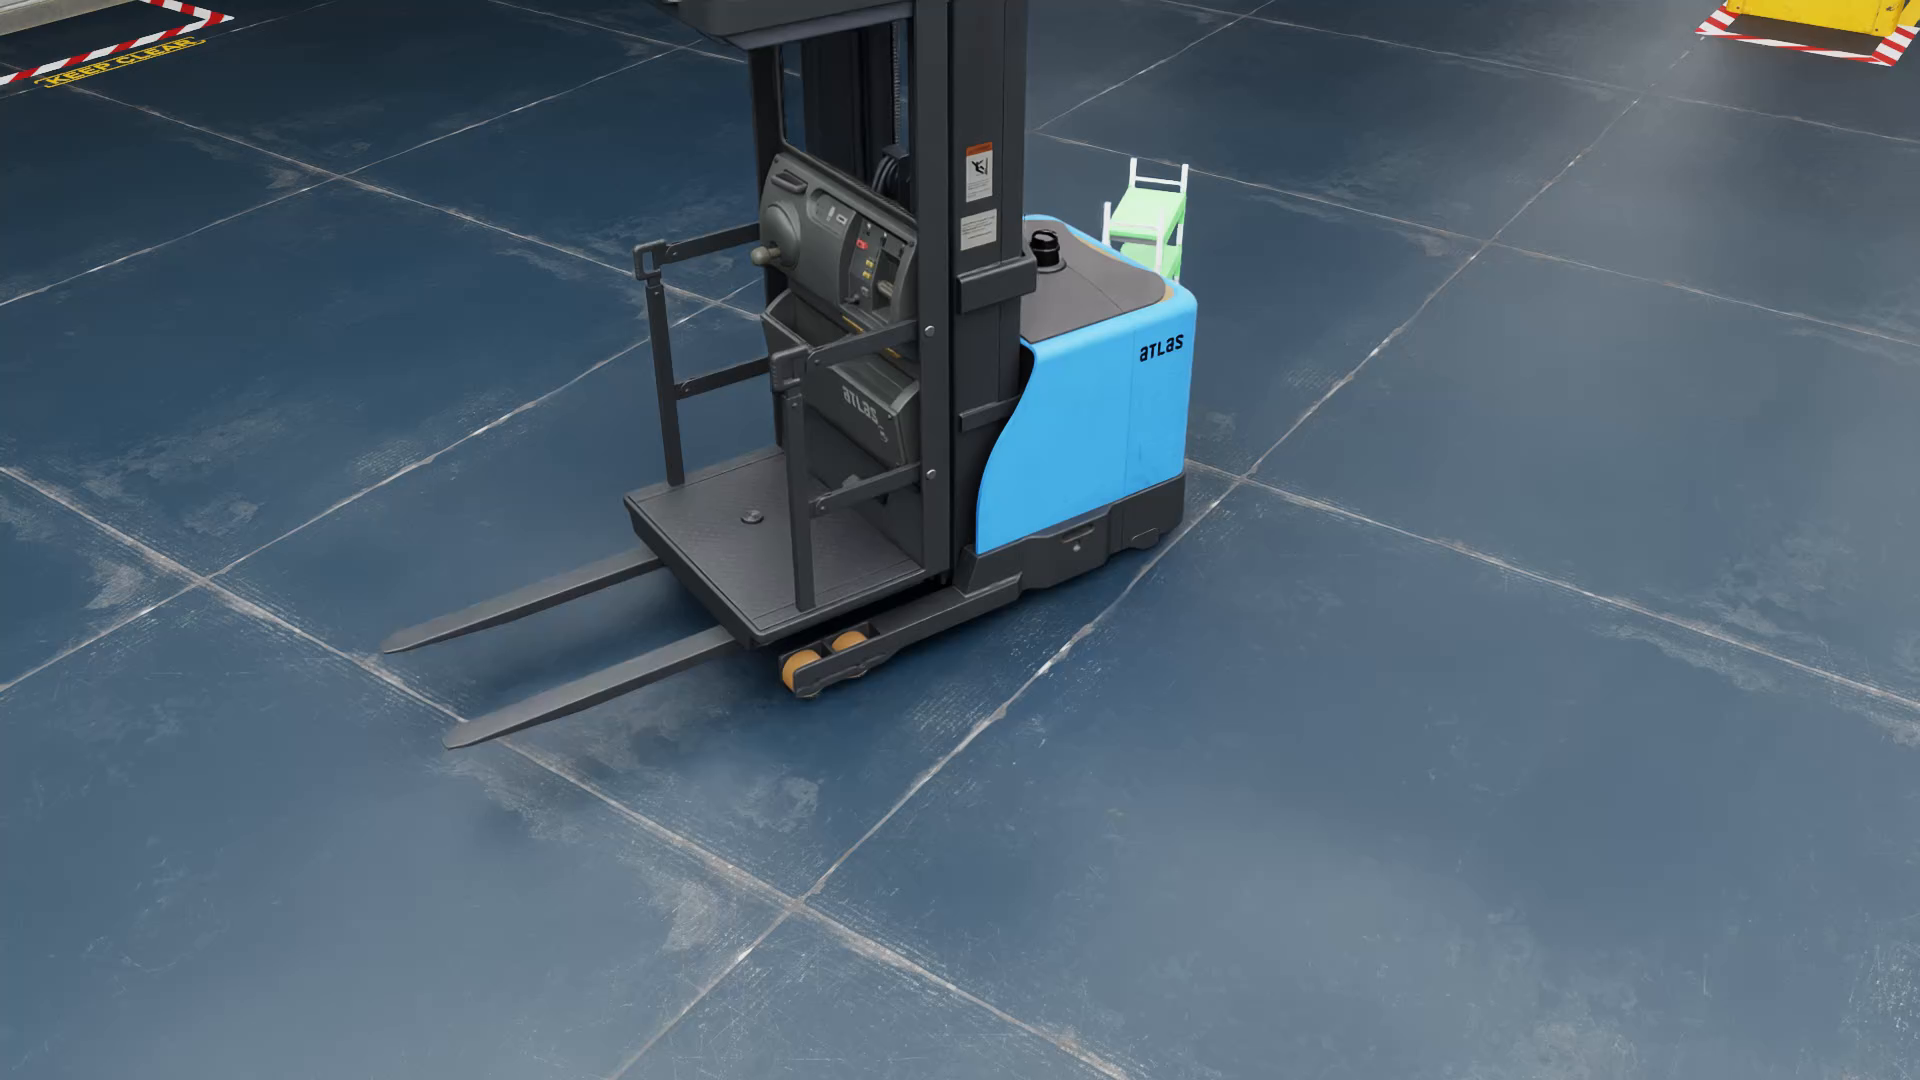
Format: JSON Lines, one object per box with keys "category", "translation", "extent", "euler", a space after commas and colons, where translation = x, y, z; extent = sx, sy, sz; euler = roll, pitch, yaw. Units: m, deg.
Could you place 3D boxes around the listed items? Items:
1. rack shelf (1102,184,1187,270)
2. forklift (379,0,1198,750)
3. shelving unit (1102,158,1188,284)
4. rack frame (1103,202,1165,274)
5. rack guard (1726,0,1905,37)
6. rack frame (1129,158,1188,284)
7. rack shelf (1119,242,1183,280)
{"category": "rack shelf", "translation": [0.761, -1.295, 6.851], "extent": [0.258, 0.148, 0.480], "euler": [10, 35, 14]}
{"category": "forklift", "translation": [-0.598, -0.992, 5.601], "extent": [3.031, 2.935, 1.130], "euler": [-21, 39, -28]}
{"category": "shelving unit", "translation": [0.761, -0.950, 7.084], "extent": [0.258, 1.200, 0.503], "euler": [10, 35, 14]}
{"category": "rack frame", "translation": [0.689, -0.819, 6.891], "extent": [0.240, 1.200, 0.015], "euler": [10, 35, 14]}
{"category": "rack guard", "translation": [6.433, -4.156, 12.449], "extent": [1.175, 0.500, 0.348], "euler": [21, 39, 28]}
{"category": "rack frame", "translation": [0.832, -1.081, 7.277], "extent": [0.240, 1.200, 0.015], "euler": [10, 35, 14]}
{"category": "rack shelf", "translation": [0.761, -1.096, 6.985], "extent": [0.258, 0.148, 0.480], "euler": [10, 35, 14]}
